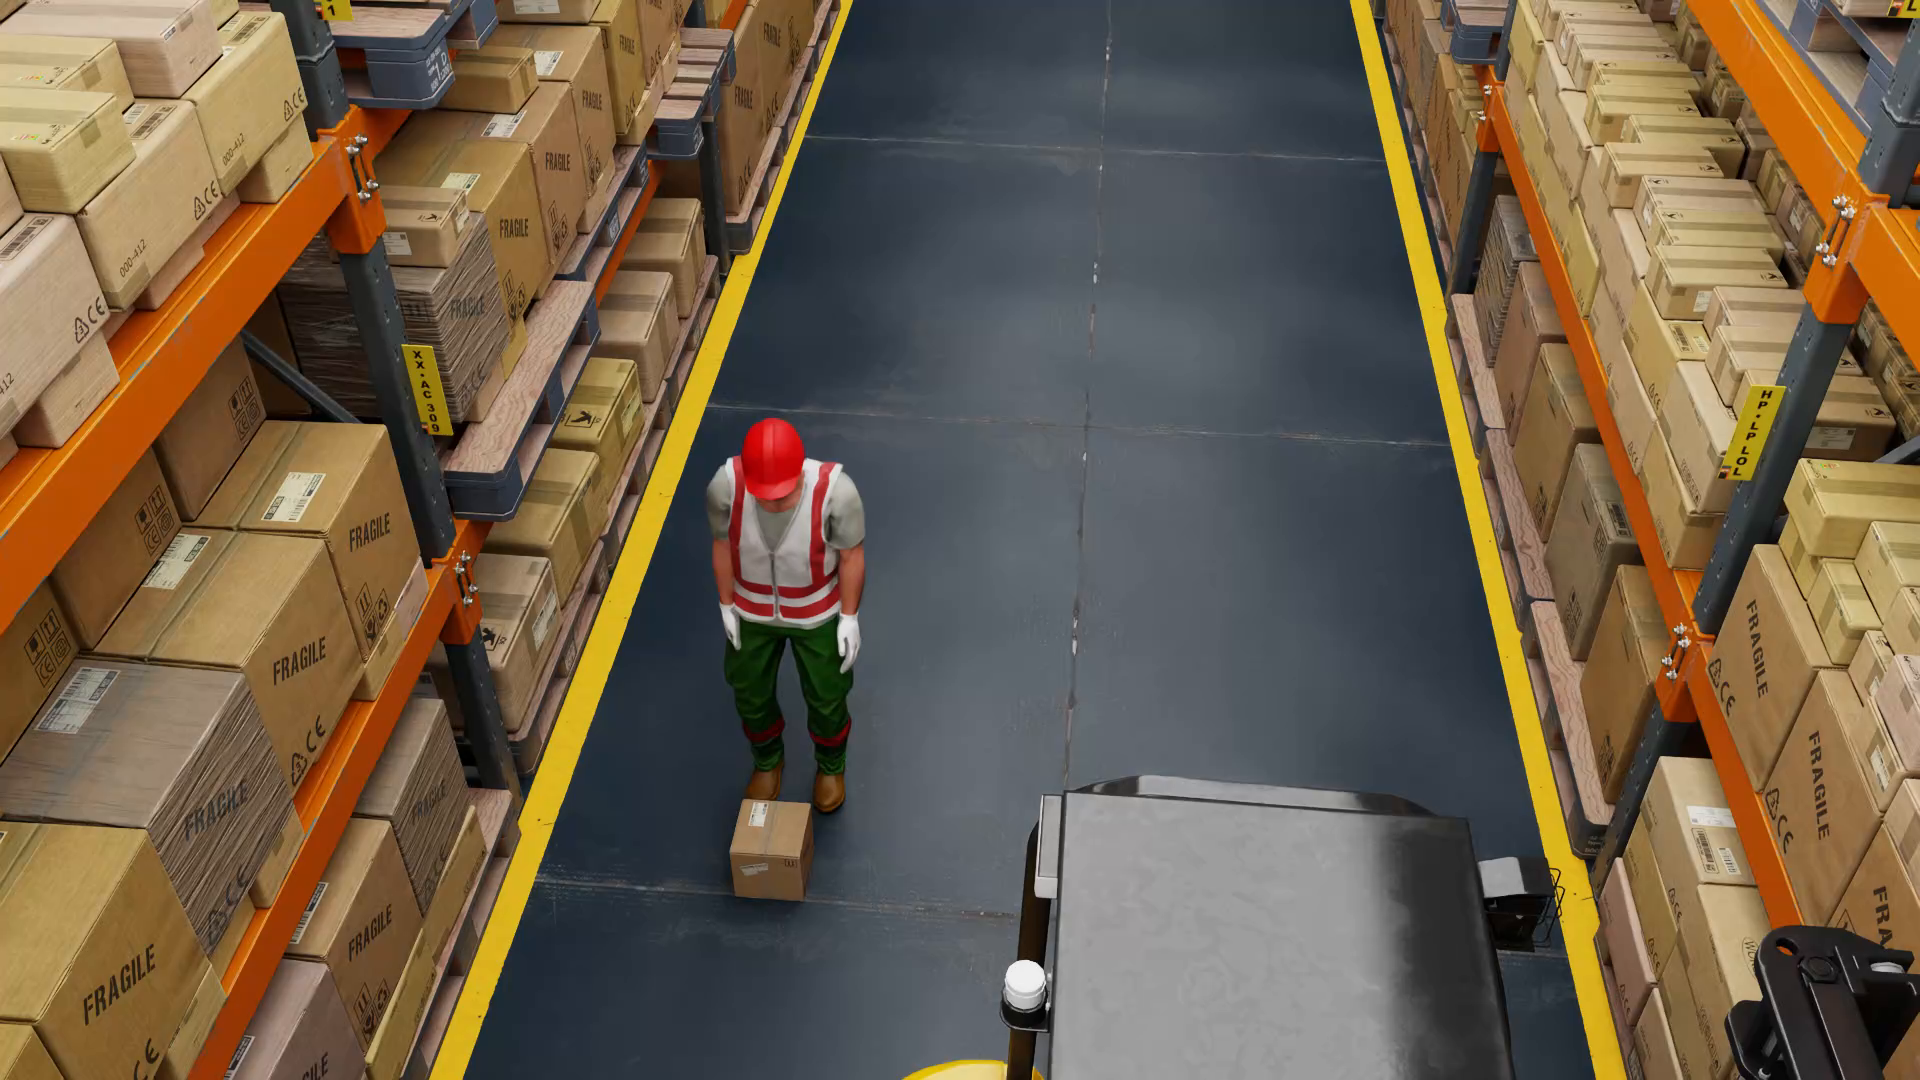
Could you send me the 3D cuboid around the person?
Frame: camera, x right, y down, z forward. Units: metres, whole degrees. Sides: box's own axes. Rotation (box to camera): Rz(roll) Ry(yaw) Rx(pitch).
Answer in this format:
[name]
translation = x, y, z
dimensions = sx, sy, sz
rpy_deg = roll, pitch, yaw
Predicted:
[person]
translation = -0.593, 0.268, 5.846
dimensions = 0.538, 1.752, 0.428
rpy_deg = 4, 40, 5
